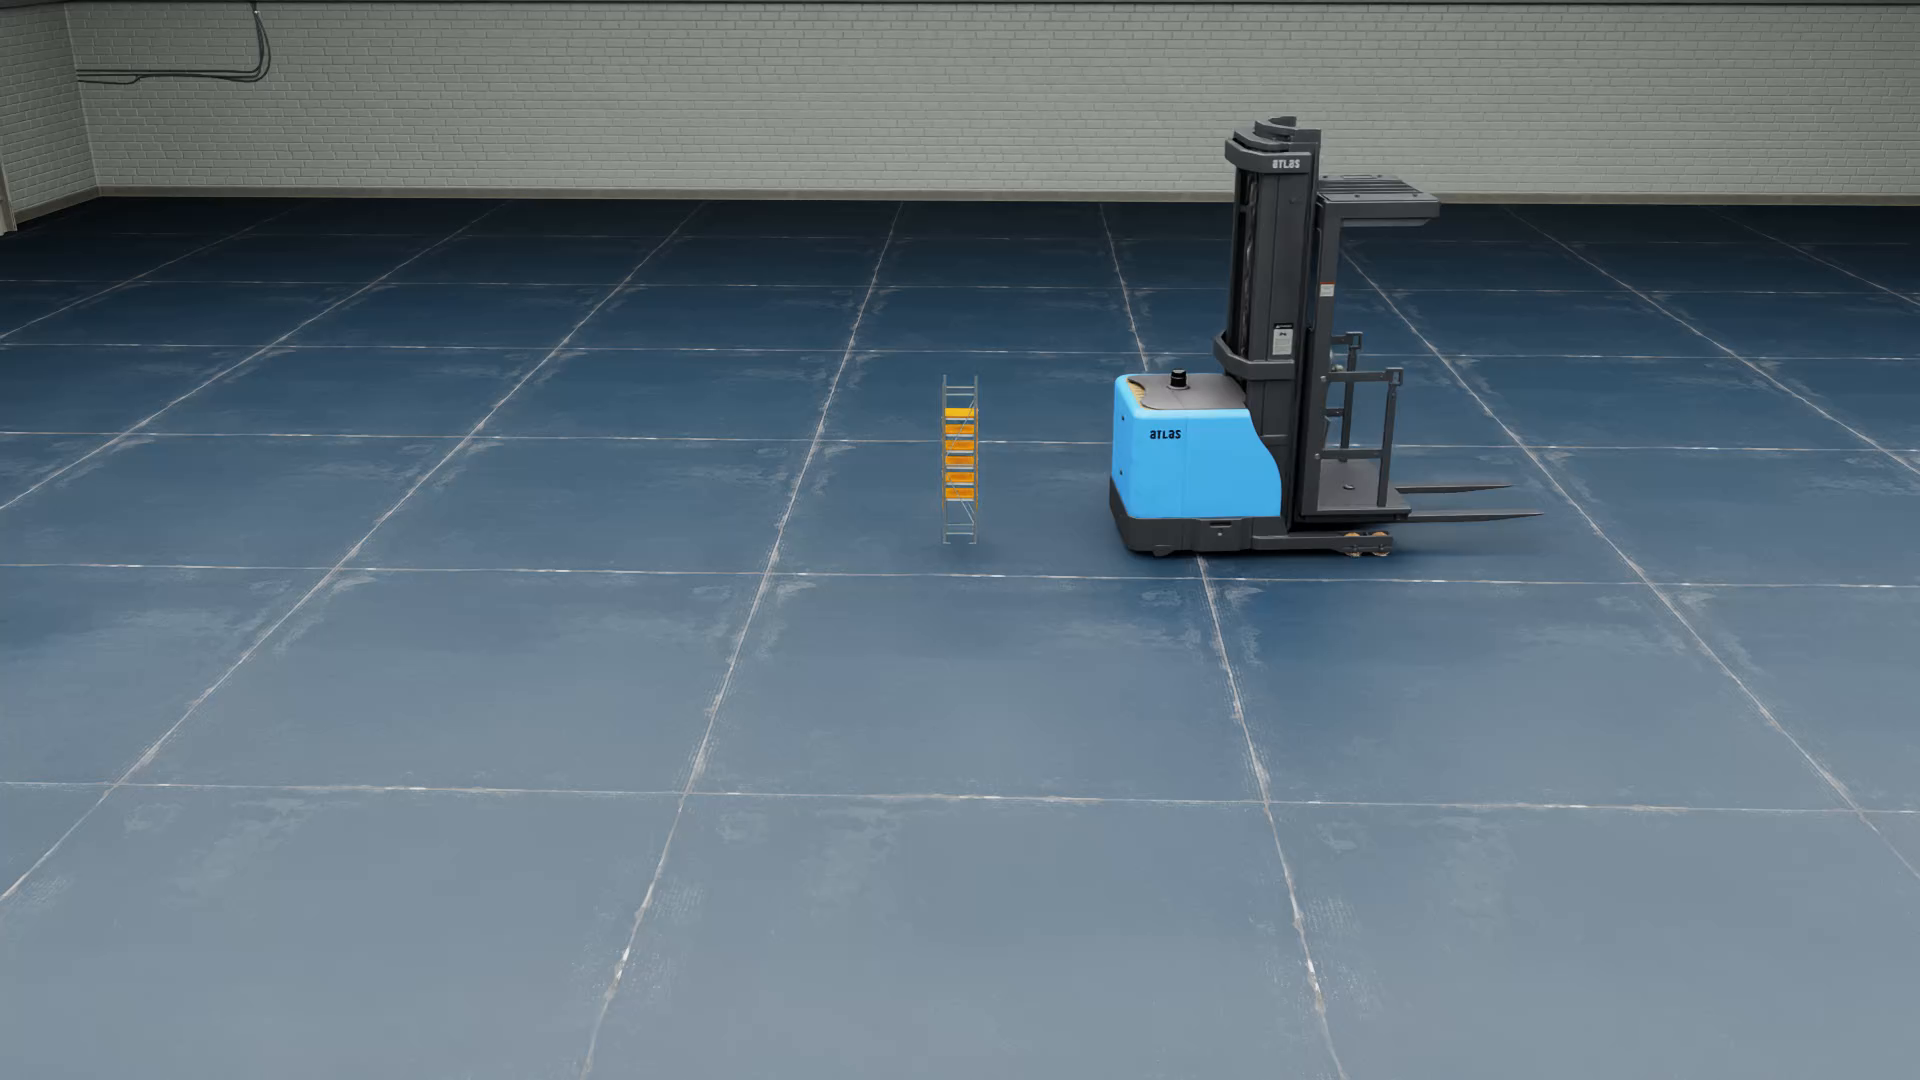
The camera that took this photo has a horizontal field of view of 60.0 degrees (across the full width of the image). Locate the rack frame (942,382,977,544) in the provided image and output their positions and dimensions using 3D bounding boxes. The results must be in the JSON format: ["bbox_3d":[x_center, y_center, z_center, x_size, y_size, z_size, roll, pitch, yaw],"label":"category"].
[{"bbox_3d":[-0.002,-0.532,11.740,0.240,1.200,0.006,1,21,2],"label":"rack frame"}]

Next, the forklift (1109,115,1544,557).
[{"bbox_3d":[2.656,-1.439,11.687,3.031,2.935,1.130,-1,21,-3],"label":"forklift"}]

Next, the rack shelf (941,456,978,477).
[{"bbox_3d":[0.000,-0.523,11.841,0.258,0.103,0.180,1,21,2],"label":"rack shelf"}]

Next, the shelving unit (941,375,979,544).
[{"bbox_3d":[0.000,-0.565,11.825,0.258,1.200,0.189,1,21,2],"label":"shelving unit"}]

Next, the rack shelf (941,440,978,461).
[{"bbox_3d":[0.000,-0.635,11.798,0.258,0.103,0.180,1,21,2],"label":"rack shelf"}]

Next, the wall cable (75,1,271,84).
[{"bbox_3d":[-11.867,-8.042,24.609,3.097,2.526,0.112,1,21,2],"label":"wall cable"}]

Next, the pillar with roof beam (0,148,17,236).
[{"bbox_3d":[-8.975,-8.392,21.217,9.100,9.000,0.400,1,21,2],"label":"pillar with roof beam"}]

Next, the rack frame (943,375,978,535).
[{"bbox_3d":[0.003,-0.598,11.911,0.240,1.200,0.006,1,21,2],"label":"rack frame"}]

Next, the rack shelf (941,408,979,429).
[{"bbox_3d":[0.000,-0.859,11.711,0.258,0.103,0.180,1,21,2],"label":"rack shelf"}]

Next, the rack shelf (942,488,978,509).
[{"bbox_3d":[0.000,-0.299,11.928,0.258,0.103,0.180,1,21,2],"label":"rack shelf"}]

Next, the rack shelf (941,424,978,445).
[{"bbox_3d":[0.000,-0.747,11.755,0.258,0.103,0.180,1,21,2],"label":"rack shelf"}]

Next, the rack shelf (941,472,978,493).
[{"bbox_3d":[0.000,-0.411,11.885,0.258,0.103,0.180,1,21,2],"label":"rack shelf"}]
